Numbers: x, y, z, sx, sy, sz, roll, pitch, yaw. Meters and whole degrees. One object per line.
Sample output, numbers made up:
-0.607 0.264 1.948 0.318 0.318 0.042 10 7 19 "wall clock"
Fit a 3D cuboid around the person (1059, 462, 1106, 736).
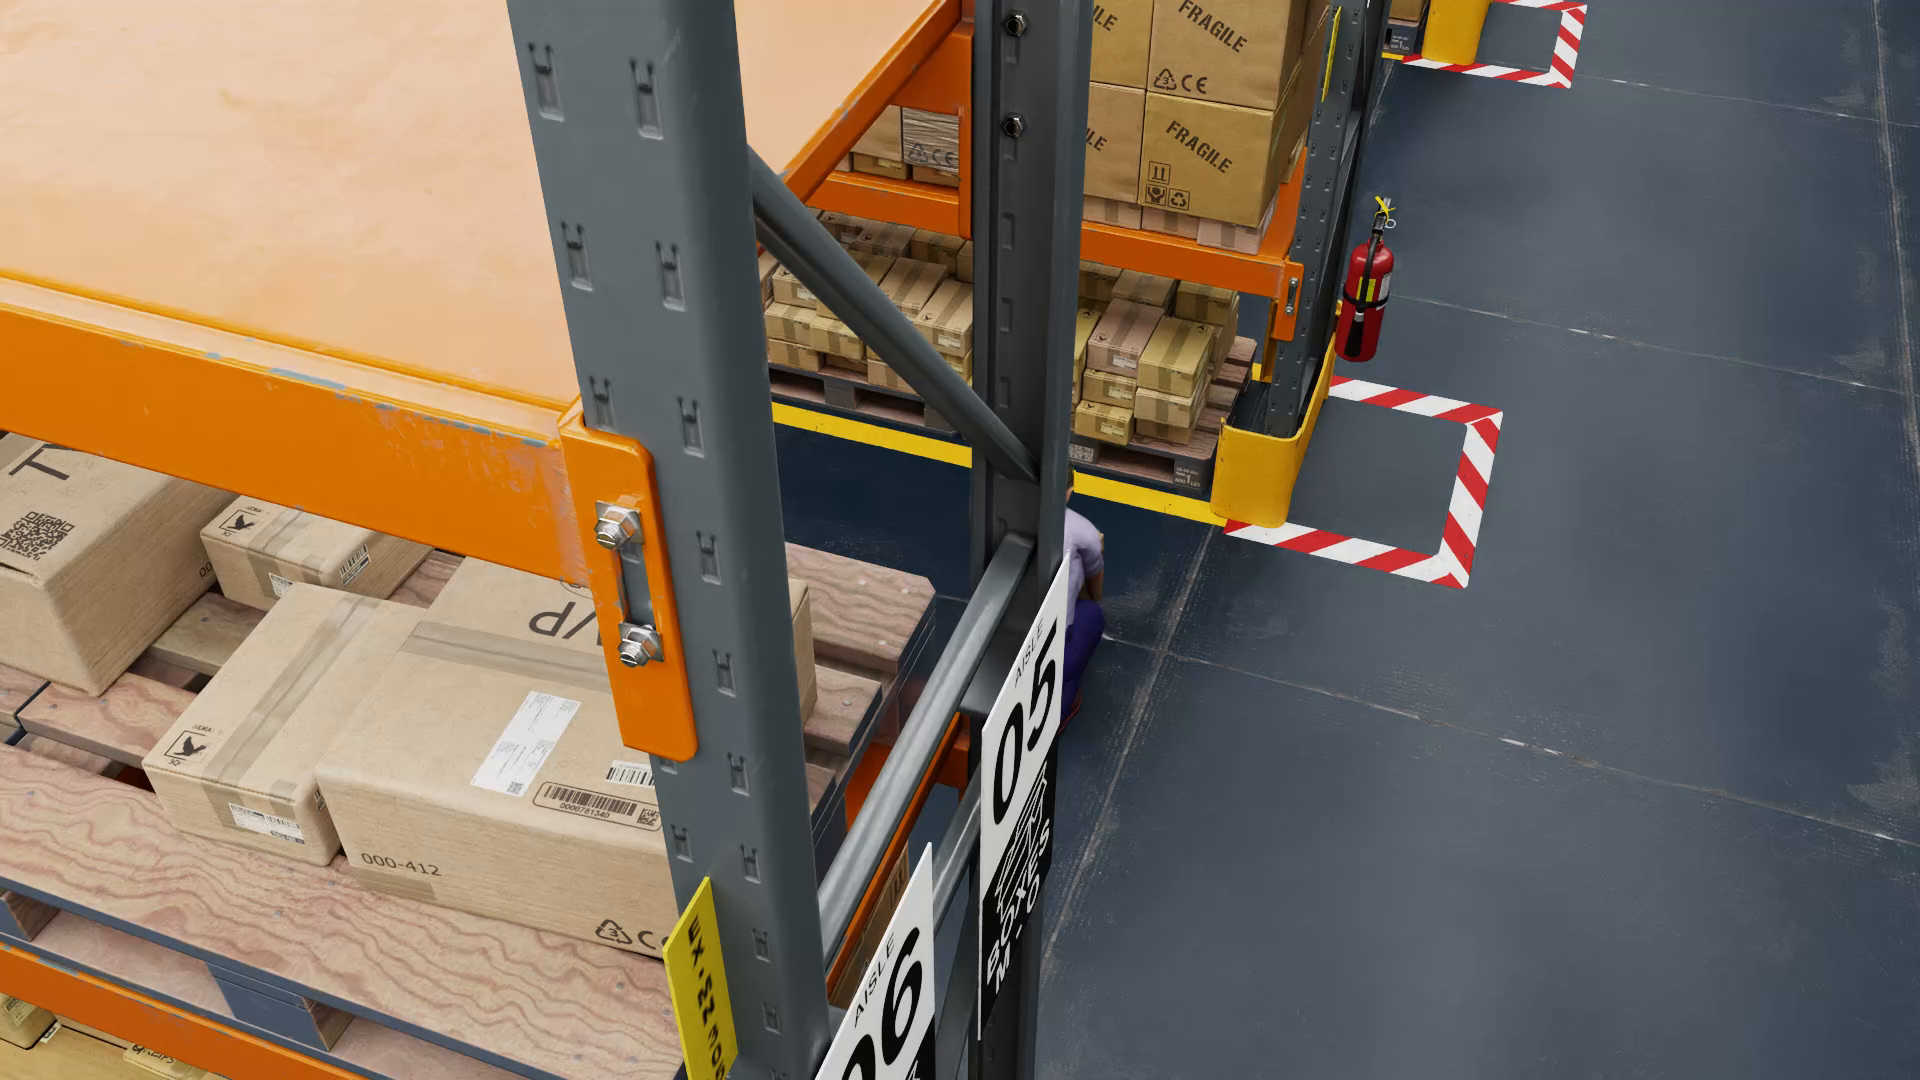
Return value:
0.308 0.228 6.459 0.507 0.938 0.860 13 43 14 "person"
